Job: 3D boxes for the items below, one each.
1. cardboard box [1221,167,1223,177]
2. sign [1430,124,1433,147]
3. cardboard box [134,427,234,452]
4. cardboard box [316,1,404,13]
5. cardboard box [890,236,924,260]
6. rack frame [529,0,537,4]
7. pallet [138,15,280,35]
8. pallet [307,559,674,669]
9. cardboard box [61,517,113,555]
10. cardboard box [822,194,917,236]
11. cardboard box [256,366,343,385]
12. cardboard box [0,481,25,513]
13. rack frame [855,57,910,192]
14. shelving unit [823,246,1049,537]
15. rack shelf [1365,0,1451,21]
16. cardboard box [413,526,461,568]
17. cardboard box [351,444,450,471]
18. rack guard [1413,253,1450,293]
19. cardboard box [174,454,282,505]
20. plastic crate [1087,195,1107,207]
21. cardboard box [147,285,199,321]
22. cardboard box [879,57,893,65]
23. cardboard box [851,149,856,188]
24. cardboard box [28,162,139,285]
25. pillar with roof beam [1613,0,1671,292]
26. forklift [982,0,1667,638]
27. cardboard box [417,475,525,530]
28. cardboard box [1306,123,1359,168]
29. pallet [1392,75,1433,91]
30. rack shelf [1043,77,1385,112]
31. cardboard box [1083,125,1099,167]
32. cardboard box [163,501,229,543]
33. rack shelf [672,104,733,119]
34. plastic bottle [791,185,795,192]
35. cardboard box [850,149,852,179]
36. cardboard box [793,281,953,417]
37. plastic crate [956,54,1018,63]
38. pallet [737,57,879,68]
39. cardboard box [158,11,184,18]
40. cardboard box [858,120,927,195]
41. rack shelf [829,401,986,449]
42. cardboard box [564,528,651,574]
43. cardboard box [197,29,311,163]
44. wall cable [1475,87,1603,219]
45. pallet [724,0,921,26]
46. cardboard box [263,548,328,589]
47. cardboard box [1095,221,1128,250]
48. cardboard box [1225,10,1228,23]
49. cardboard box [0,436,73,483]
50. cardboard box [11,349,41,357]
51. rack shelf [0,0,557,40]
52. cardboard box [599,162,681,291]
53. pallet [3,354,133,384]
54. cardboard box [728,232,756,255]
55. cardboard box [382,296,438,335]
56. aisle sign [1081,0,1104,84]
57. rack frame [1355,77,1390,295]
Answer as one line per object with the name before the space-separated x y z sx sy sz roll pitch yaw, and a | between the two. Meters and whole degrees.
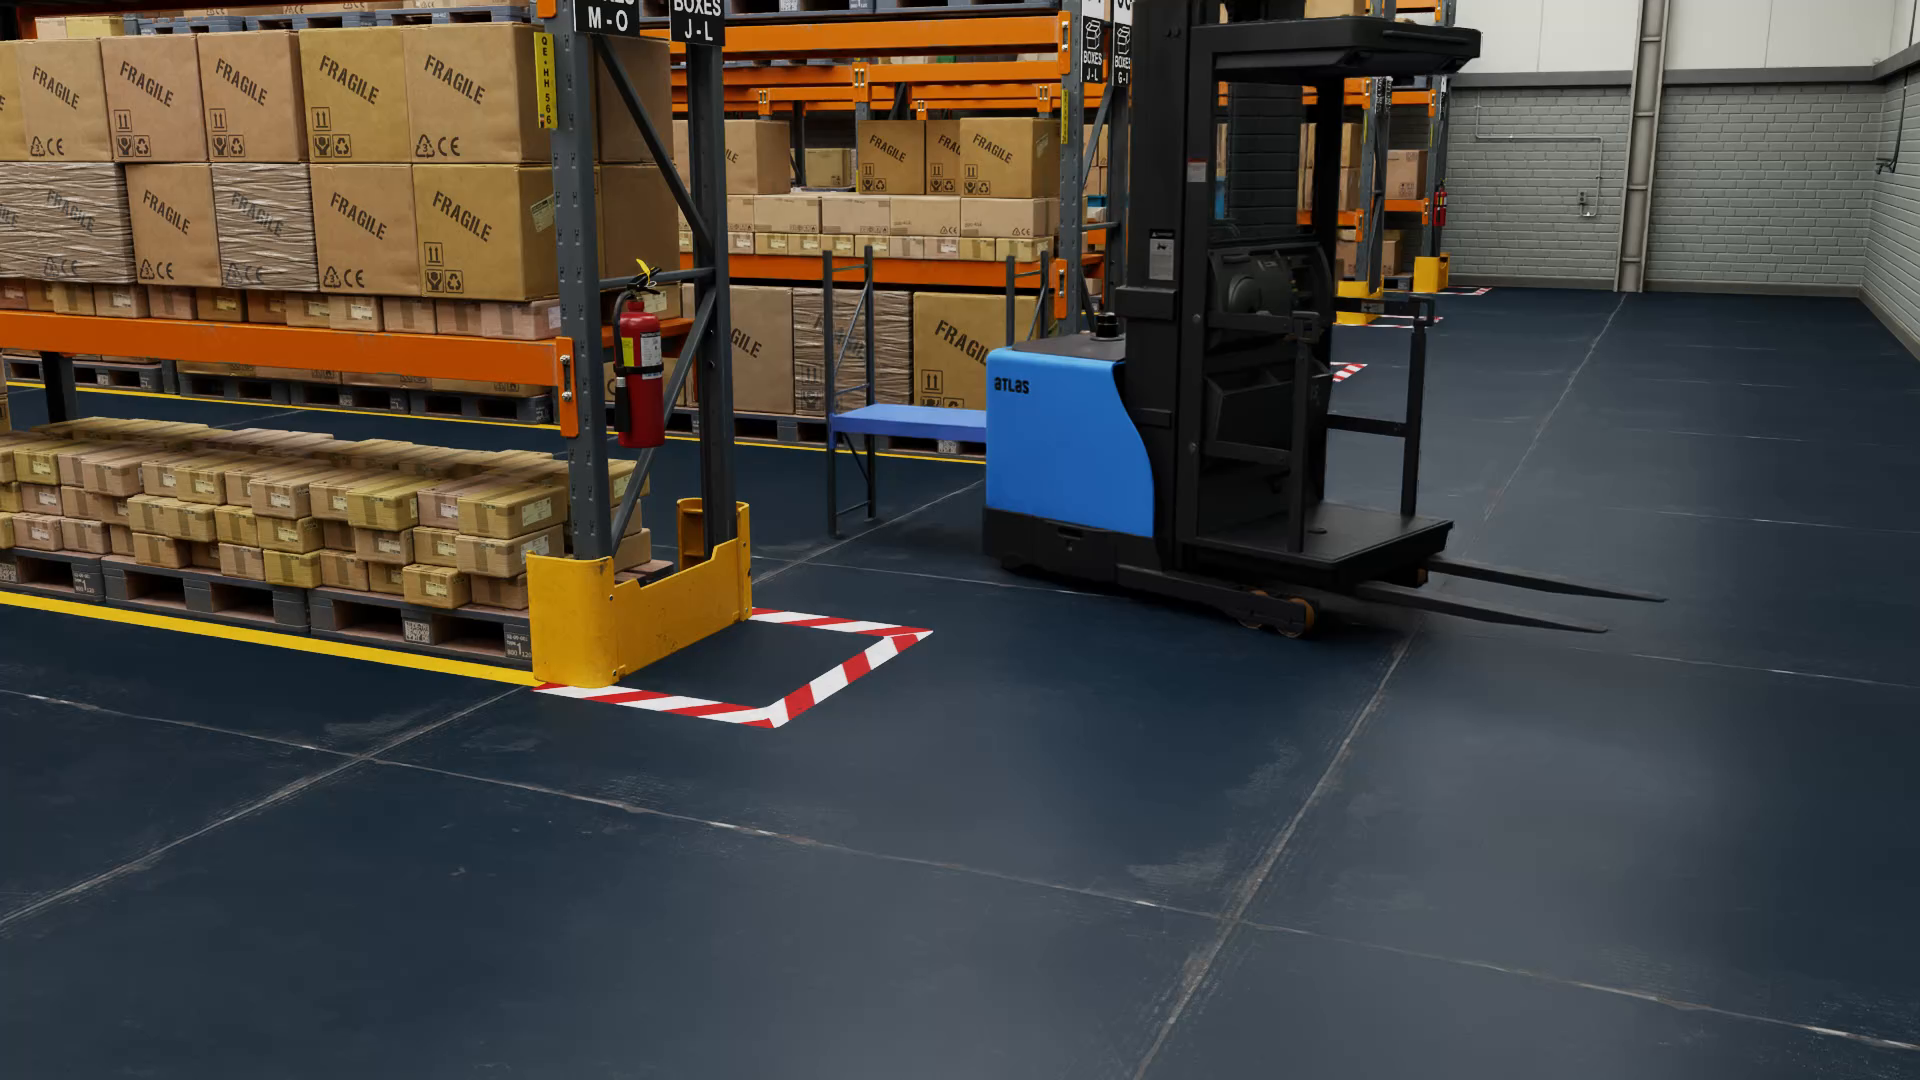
cardboard box | 3.448 -4.242 20.050 0.500 0.500 0.500 6 14 24
sign | 6.668 -5.717 23.498 0.005 0.325 0.100 6 14 23
cardboard box | -3.760 -0.440 8.082 0.250 0.149 0.380 6 15 25
cardboard box | -4.556 -4.317 12.873 0.637 0.503 0.797 6 14 22
cardboard box | -0.274 -1.958 11.084 0.250 0.149 0.380 6 15 24
rack frame | -2.775 -5.337 11.799 0.127 3.000 1.000 6 14 23
pallet | -5.823 -4.106 13.534 1.003 0.211 1.213 7 15 26
pallet | -2.018 0.249 7.232 1.213 0.211 1.003 6 14 23
cardboard box | -3.930 -0.055 7.745 0.250 0.149 0.380 5 14 22
cardboard box | -0.598 -2.201 11.246 0.500 0.250 0.500 5 14 21
cardboard box | -4.998 -1.804 13.608 0.875 0.875 1.225 6 14 23
cardboard box | -4.407 -0.246 7.905 0.250 0.149 0.380 6 14 24
rack frame | -0.769 -3.450 16.893 0.127 3.000 1.000 6 14 23
shelving unit | -0.122 -0.749 8.663 1.048 1.500 0.538 6 14 24
rack shelf | 5.072 -7.710 24.366 4.000 0.370 1.077 6 14 23
cardboard box | -2.035 -0.005 6.881 0.250 0.149 0.380 5 14 22
cardboard box | -2.550 -0.329 7.608 0.250 0.149 0.380 6 15 25
rack guard | 6.923 -3.930 24.410 0.348 0.500 1.175 6 14 23
cardboard box | -3.227 -0.270 7.360 0.250 0.149 0.380 6 14 24
plastic crate | 1.317 -3.269 16.356 0.300 0.233 0.416 6 14 23
cardboard box | -3.263 -1.046 7.195 0.250 0.149 0.380 6 15 25
cardboard box | -1.063 -6.235 21.976 0.500 0.500 0.910 6 14 23
cardboard box | -1.037 -4.949 22.140 0.500 0.500 0.700 9 16 34
cardboard box | -3.625 -1.386 7.225 0.500 0.500 0.500 5 14 22
pillar with roof beam | 7.976 -7.102 19.322 0.400 9.000 9.100 6 14 23
forklift | 1.539 -1.150 7.242 3.031 2.935 1.130 12 18 41
cardboard box | -2.013 -0.157 6.875 0.250 0.149 0.380 6 15 24
cardboard box | 4.379 -4.634 19.529 0.500 0.500 0.500 6 14 23
pallet | 6.218 -6.633 24.085 1.213 0.211 1.003 6 14 23
rack shelf | 3.069 -5.410 20.252 4.000 0.370 1.077 6 14 23
cardboard box | 1.557 -4.918 20.739 0.500 0.500 0.500 6 15 25
cardboard box | -3.262 -0.110 7.327 0.250 0.149 0.380 6 14 24
rack shelf | -5.900 -7.555 29.395 4.000 0.370 1.077 6 14 23
plastic bottle | -1.742 -3.443 16.970 0.185 0.351 0.144 6 14 23
cardboard box | -1.996 -6.305 27.875 0.500 0.500 0.700 6 14 23
cardboard box | -0.568 -1.343 11.642 0.875 0.875 0.875 6 14 23
plastic crate | 0.255 -4.675 15.832 0.590 0.269 0.497 6 14 23
pallet | -1.526 -4.871 16.794 1.003 0.211 1.213 6 14 23
cardboard box | -6.758 -4.636 14.065 0.500 0.500 0.500 6 14 24
cardboard box | -0.381 -2.676 11.630 0.500 0.500 0.500 5 14 22
rack shelf | -0.122 -0.574 8.704 1.000 0.185 0.538 6 14 24
cardboard box | -1.569 0.049 7.301 0.250 0.149 0.380 6 15 24
cardboard box | -2.681 -1.783 6.728 0.500 0.500 0.500 7 15 26
wall cable | 8.454 -5.723 24.355 1.851 1.984 0.084 6 14 23
pallet | -0.920 -3.642 11.338 1.213 0.211 1.003 6 14 23
cardboard box | -2.758 0.083 7.154 0.250 0.149 0.380 5 14 21
cardboard box | 2.596 -4.711 26.050 0.750 0.750 0.750 6 14 24
cardboard box | 3.498 -6.242 19.818 0.500 0.500 0.700 6 14 23
cardboard box | -4.418 -0.382 7.838 0.250 0.149 0.380 7 15 26
cardboard box | -8.087 -1.941 14.968 0.500 0.500 0.700 7 15 28
rack shelf | -3.048 -2.314 7.060 4.000 0.370 1.077 6 14 23
cardboard box | -1.518 -1.312 6.910 0.500 0.500 0.500 7 15 26
pallet | -8.258 -1.614 15.172 1.213 0.211 1.003 6 14 23
cardboard box | -1.454 -2.077 11.590 0.250 0.149 0.380 6 14 24
cardboard box | -2.080 -0.919 6.655 0.250 0.149 0.380 6 14 23
aisle sign | 0.826 -3.242 10.315 0.004 0.787 0.394 6 14 23
rack frame | 4.898 -4.115 19.724 0.127 3.000 1.000 6 14 23
